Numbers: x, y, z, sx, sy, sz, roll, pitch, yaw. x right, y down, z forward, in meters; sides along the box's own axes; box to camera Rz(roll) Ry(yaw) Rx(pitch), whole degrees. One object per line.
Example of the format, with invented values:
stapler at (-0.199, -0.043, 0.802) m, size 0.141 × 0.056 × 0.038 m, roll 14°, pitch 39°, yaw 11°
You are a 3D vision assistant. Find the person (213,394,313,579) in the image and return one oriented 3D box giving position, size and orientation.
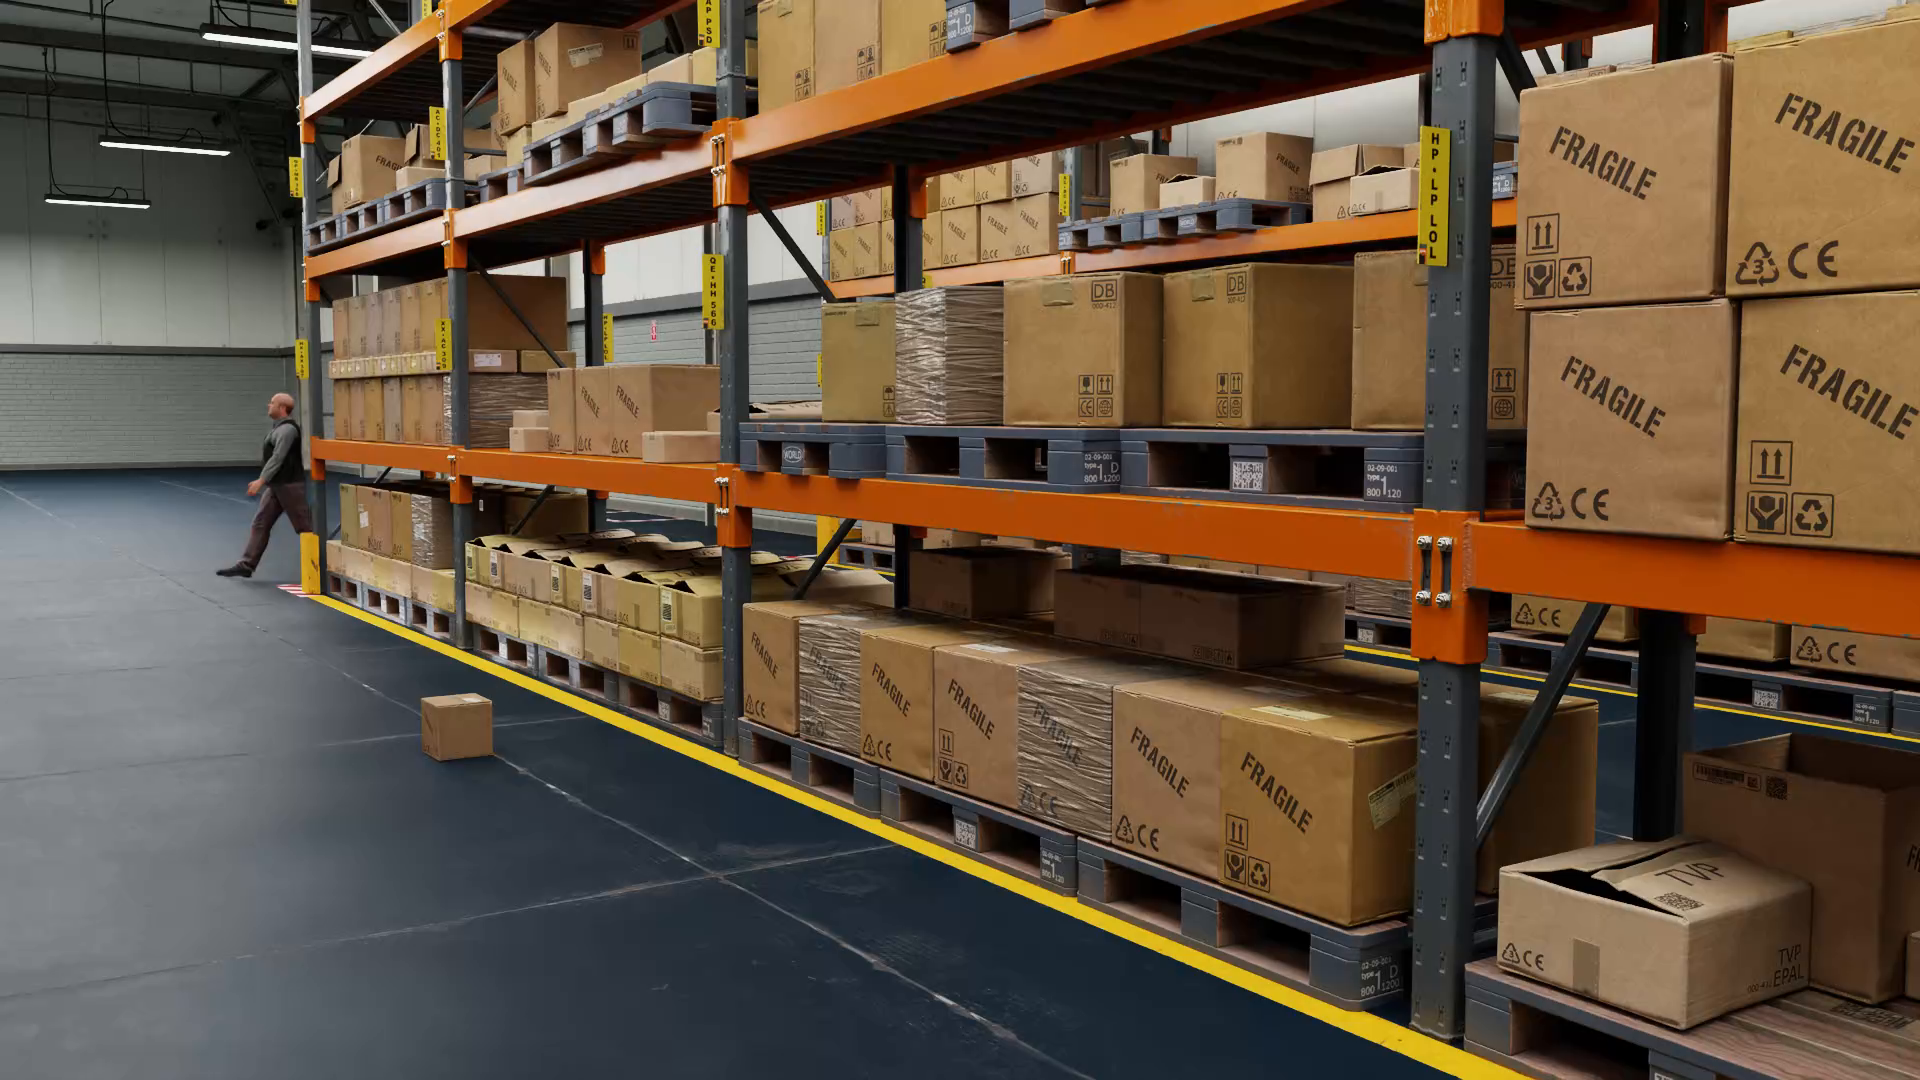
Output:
person at (-6.160, -0.480, 14.941) m, size 1.035 × 1.666 × 0.572 m, roll -3°, pitch 5°, yaw -30°
